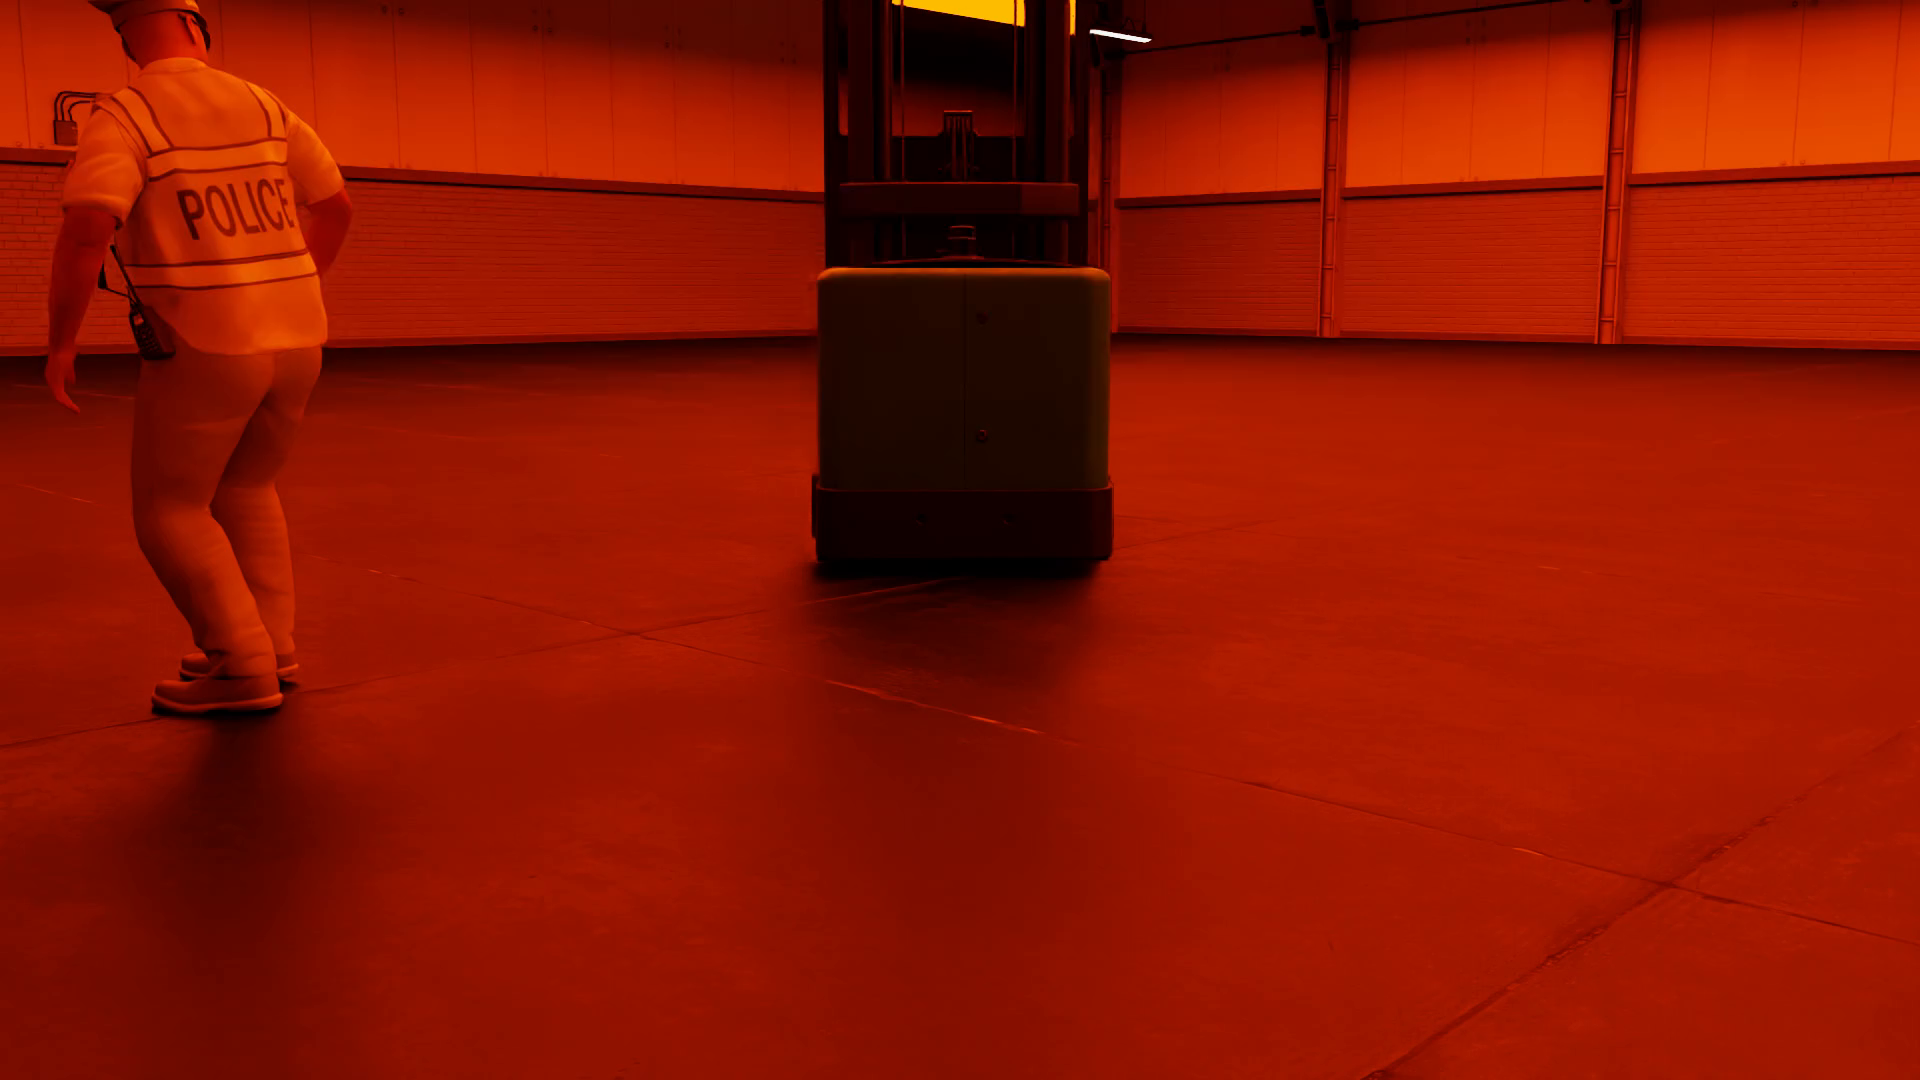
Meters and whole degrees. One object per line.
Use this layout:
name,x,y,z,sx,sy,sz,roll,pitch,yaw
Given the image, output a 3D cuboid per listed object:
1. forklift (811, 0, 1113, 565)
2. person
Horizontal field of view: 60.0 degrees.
forklift,-0.022,-1.540,7.103,1.130,2.935,3.031,0,9,-1
person,-1.840,-0.457,3.965,0.533,1.731,0.733,4,9,23
